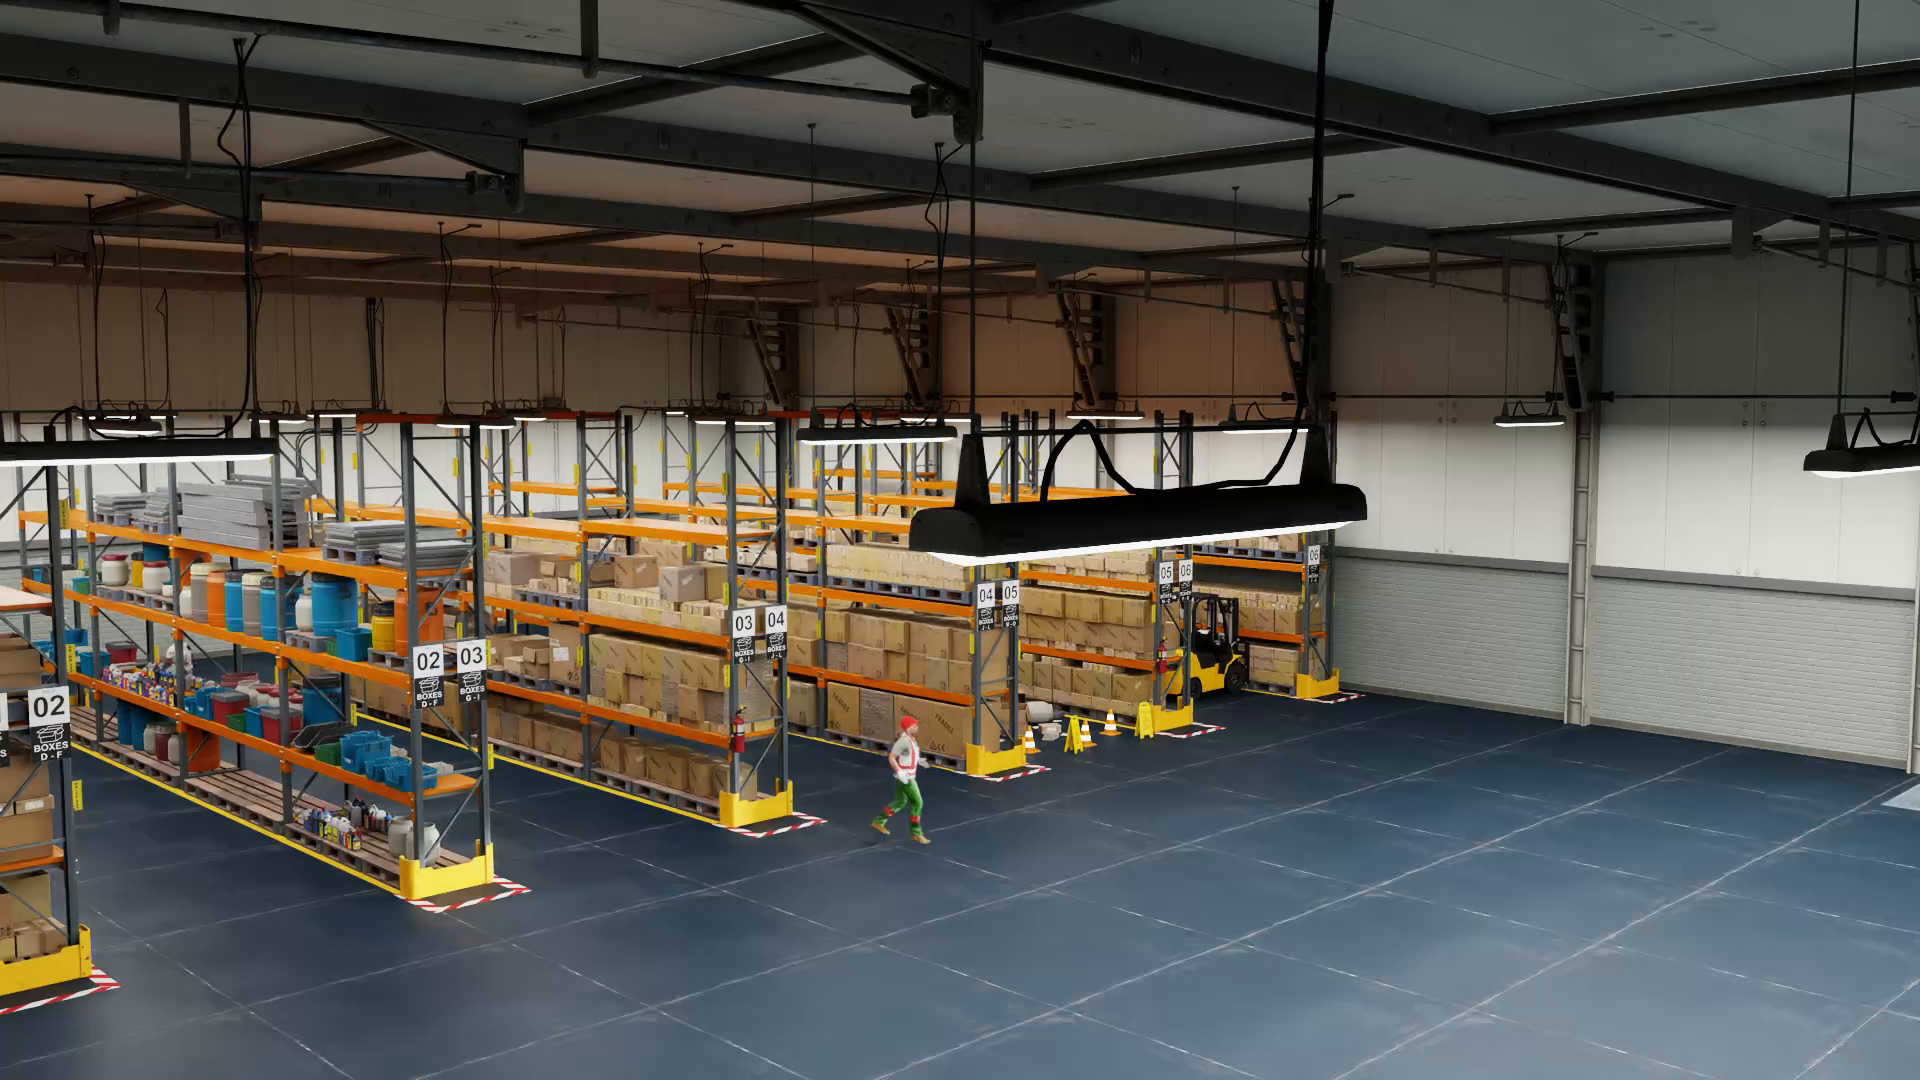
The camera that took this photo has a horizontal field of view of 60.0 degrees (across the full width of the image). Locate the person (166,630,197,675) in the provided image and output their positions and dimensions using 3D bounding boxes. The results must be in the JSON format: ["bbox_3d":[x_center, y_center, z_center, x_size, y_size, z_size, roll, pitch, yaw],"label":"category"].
[{"bbox_3d":[-15.429,2.646,32.897,0.709,1.774,0.609,3,6,30],"label":"person"}]

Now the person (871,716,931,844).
[{"bbox_3d":[-0.839,3.393,23.599,0.855,1.826,0.650,0,5,2],"label":"person"}]

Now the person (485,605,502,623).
[{"bbox_3d":[-11.395,1.943,40.534,0.650,1.753,0.720,-5,7,-44],"label":"person"}]
